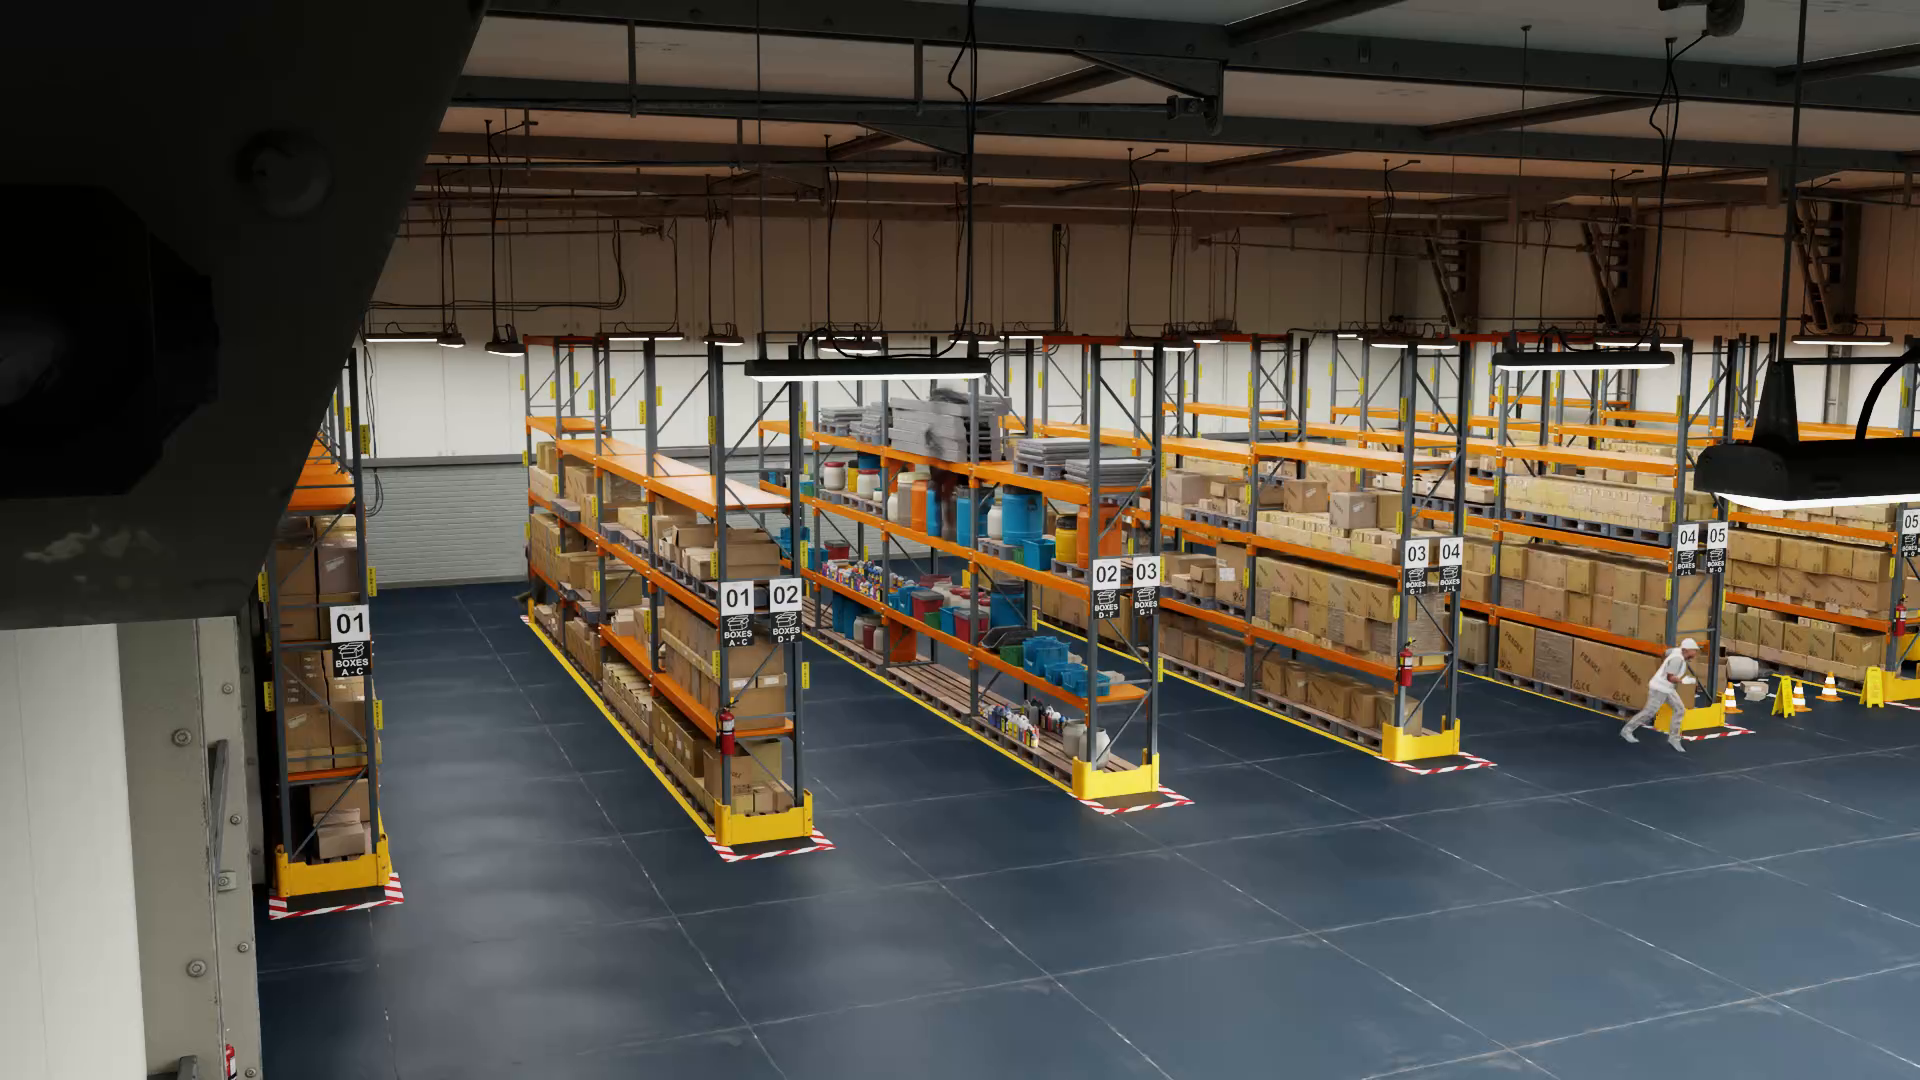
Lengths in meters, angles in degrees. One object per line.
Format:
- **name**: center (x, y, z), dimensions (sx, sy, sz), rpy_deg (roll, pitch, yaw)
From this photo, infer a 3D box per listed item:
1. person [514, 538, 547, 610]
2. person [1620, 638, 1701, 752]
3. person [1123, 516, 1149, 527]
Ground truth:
- **person**: center (-9.198, 0.714, 35.856), dimensions (0.821, 1.740, 0.749), rpy_deg (-3, 8, -19)
- **person**: center (10.332, 2.271, 24.554), dimensions (1.035, 1.726, 0.729), rpy_deg (4, 9, 28)
- **person**: center (4.329, -0.037, 41.335), dimensions (0.700, 1.756, 0.826), rpy_deg (5, 9, 31)
